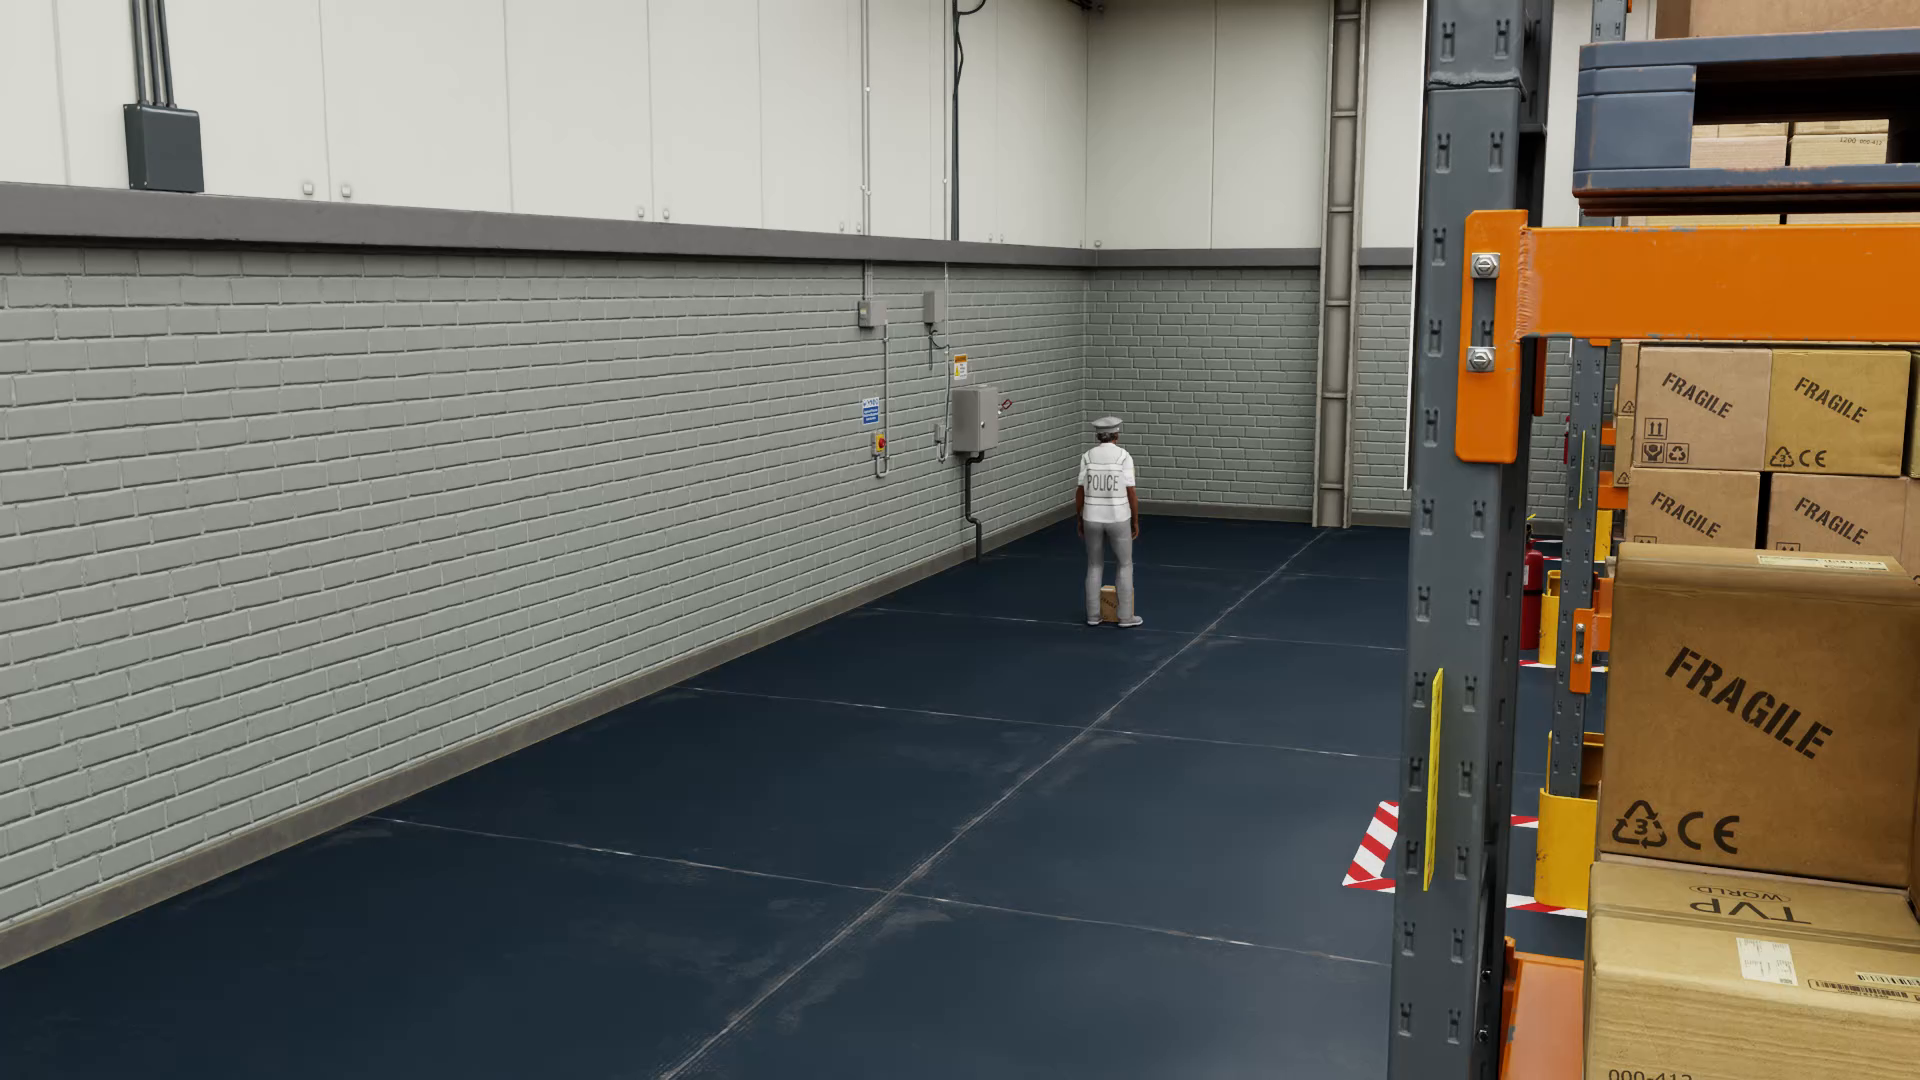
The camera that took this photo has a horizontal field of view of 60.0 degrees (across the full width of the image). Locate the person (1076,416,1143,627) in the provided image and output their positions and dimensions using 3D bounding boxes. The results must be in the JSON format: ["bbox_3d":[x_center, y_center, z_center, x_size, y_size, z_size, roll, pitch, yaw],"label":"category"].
[{"bbox_3d":[1.187,-0.142,13.256,0.531,1.664,0.391,3,9,18],"label":"person"}]
